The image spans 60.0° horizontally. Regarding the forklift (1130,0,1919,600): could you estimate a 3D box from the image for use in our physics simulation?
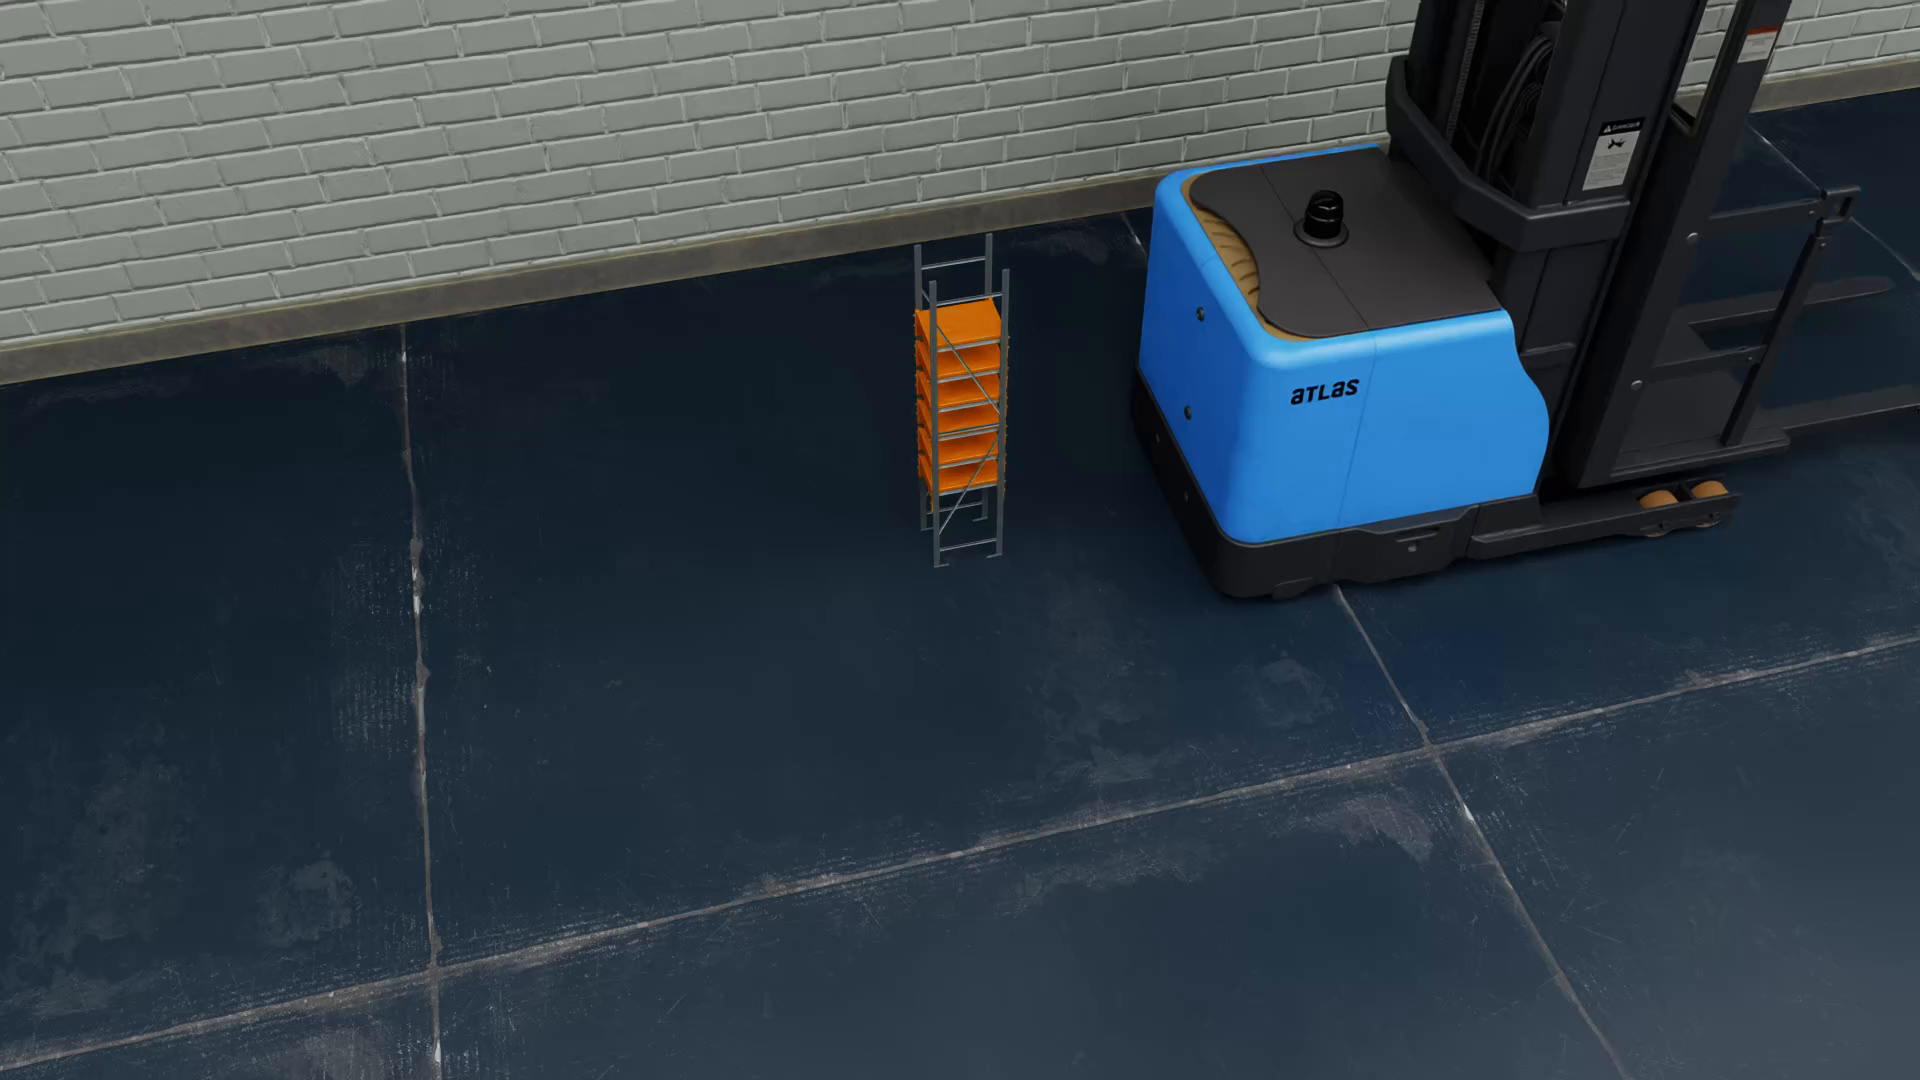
[{"bbox_3d":[2.197,-1.394,5.064,3.031,2.935,1.130,-10,46,-10],"label":"forklift"}]

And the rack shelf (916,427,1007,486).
[{"bbox_3d":[0.004,-0.295,5.429,0.258,0.103,0.180,-11,47,-10],"label":"rack shelf"}]

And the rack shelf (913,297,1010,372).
[{"bbox_3d":[0.004,-0.631,5.086,0.258,0.103,0.180,-11,47,-10],"label":"rack shelf"}]

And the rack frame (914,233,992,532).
[{"bbox_3d":[-0.020,-0.473,5.374,0.240,1.200,0.006,-11,47,-10],"label":"rack frame"}]

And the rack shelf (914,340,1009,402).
[{"bbox_3d":[0.004,-0.547,5.172,0.258,0.103,0.180,-11,47,-10],"label":"rack shelf"}]

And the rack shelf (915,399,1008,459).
[{"bbox_3d":[0.004,-0.379,5.343,0.258,0.103,0.180,-11,47,-10],"label":"rack shelf"}]

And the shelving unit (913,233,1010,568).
[{"bbox_3d":[0.004,-0.410,5.312,0.258,1.200,0.189,-11,47,-10],"label":"shelving unit"}]

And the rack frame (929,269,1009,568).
[{"bbox_3d":[0.027,-0.347,5.250,0.240,1.200,0.006,-11,47,-10],"label":"rack frame"}]

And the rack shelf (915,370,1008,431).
[{"bbox_3d":[0.004,-0.463,5.258,0.258,0.103,0.180,-11,47,-10],"label":"rack shelf"}]

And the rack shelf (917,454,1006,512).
[{"bbox_3d":[0.004,-0.211,5.515,0.258,0.103,0.180,-11,47,-10],"label":"rack shelf"}]
